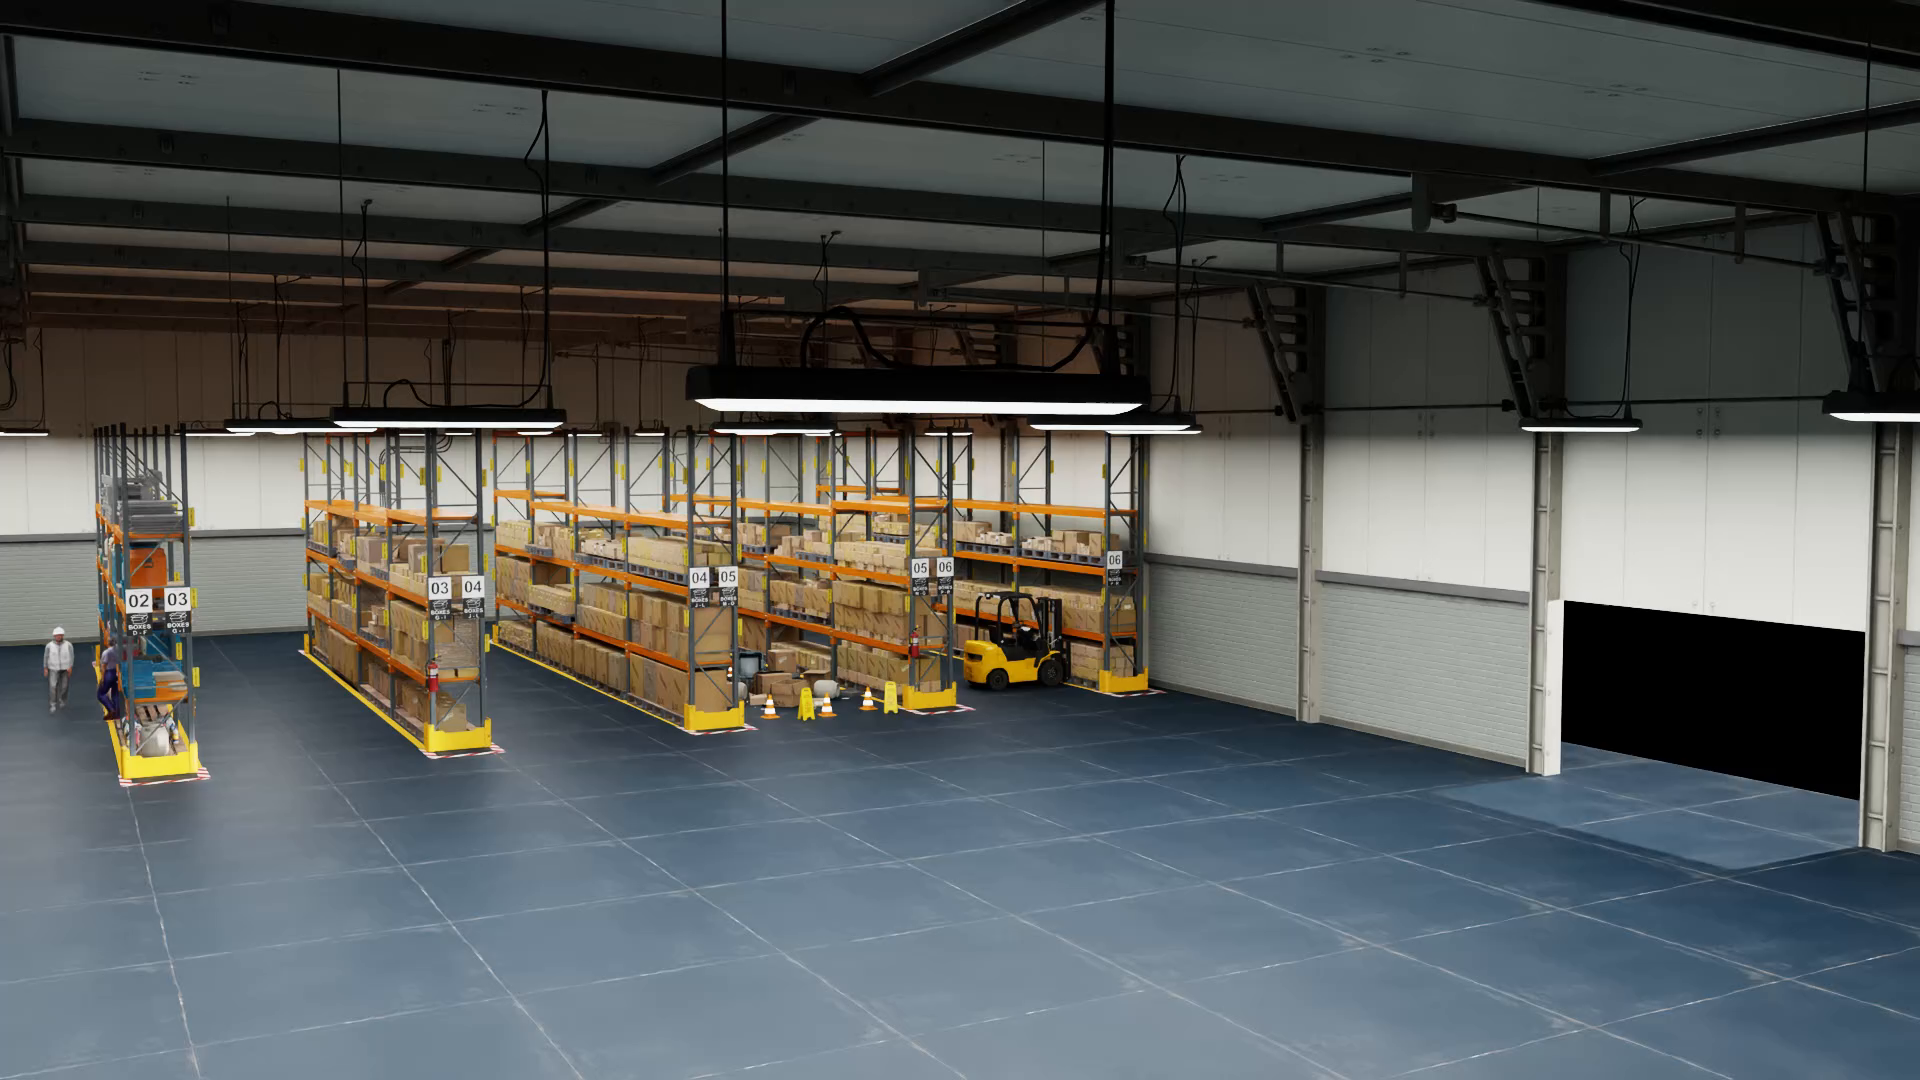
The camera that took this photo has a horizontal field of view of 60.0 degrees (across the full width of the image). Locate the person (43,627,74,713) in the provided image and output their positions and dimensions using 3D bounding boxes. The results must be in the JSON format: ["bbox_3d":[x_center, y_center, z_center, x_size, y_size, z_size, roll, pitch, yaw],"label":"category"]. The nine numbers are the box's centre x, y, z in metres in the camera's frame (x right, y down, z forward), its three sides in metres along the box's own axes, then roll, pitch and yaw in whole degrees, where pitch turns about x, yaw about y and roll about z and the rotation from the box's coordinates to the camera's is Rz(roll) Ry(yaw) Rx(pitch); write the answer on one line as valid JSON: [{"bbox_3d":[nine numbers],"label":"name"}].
[{"bbox_3d":[-18.983,2.710,35.058,0.565,1.731,0.916,-2,4,-35],"label":"person"}]

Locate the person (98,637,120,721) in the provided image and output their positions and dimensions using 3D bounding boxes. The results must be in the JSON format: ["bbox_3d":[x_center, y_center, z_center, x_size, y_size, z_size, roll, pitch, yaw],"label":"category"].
[{"bbox_3d":[-16.682,2.734,32.762,0.424,1.617,0.516,2,4,35],"label":"person"}]
